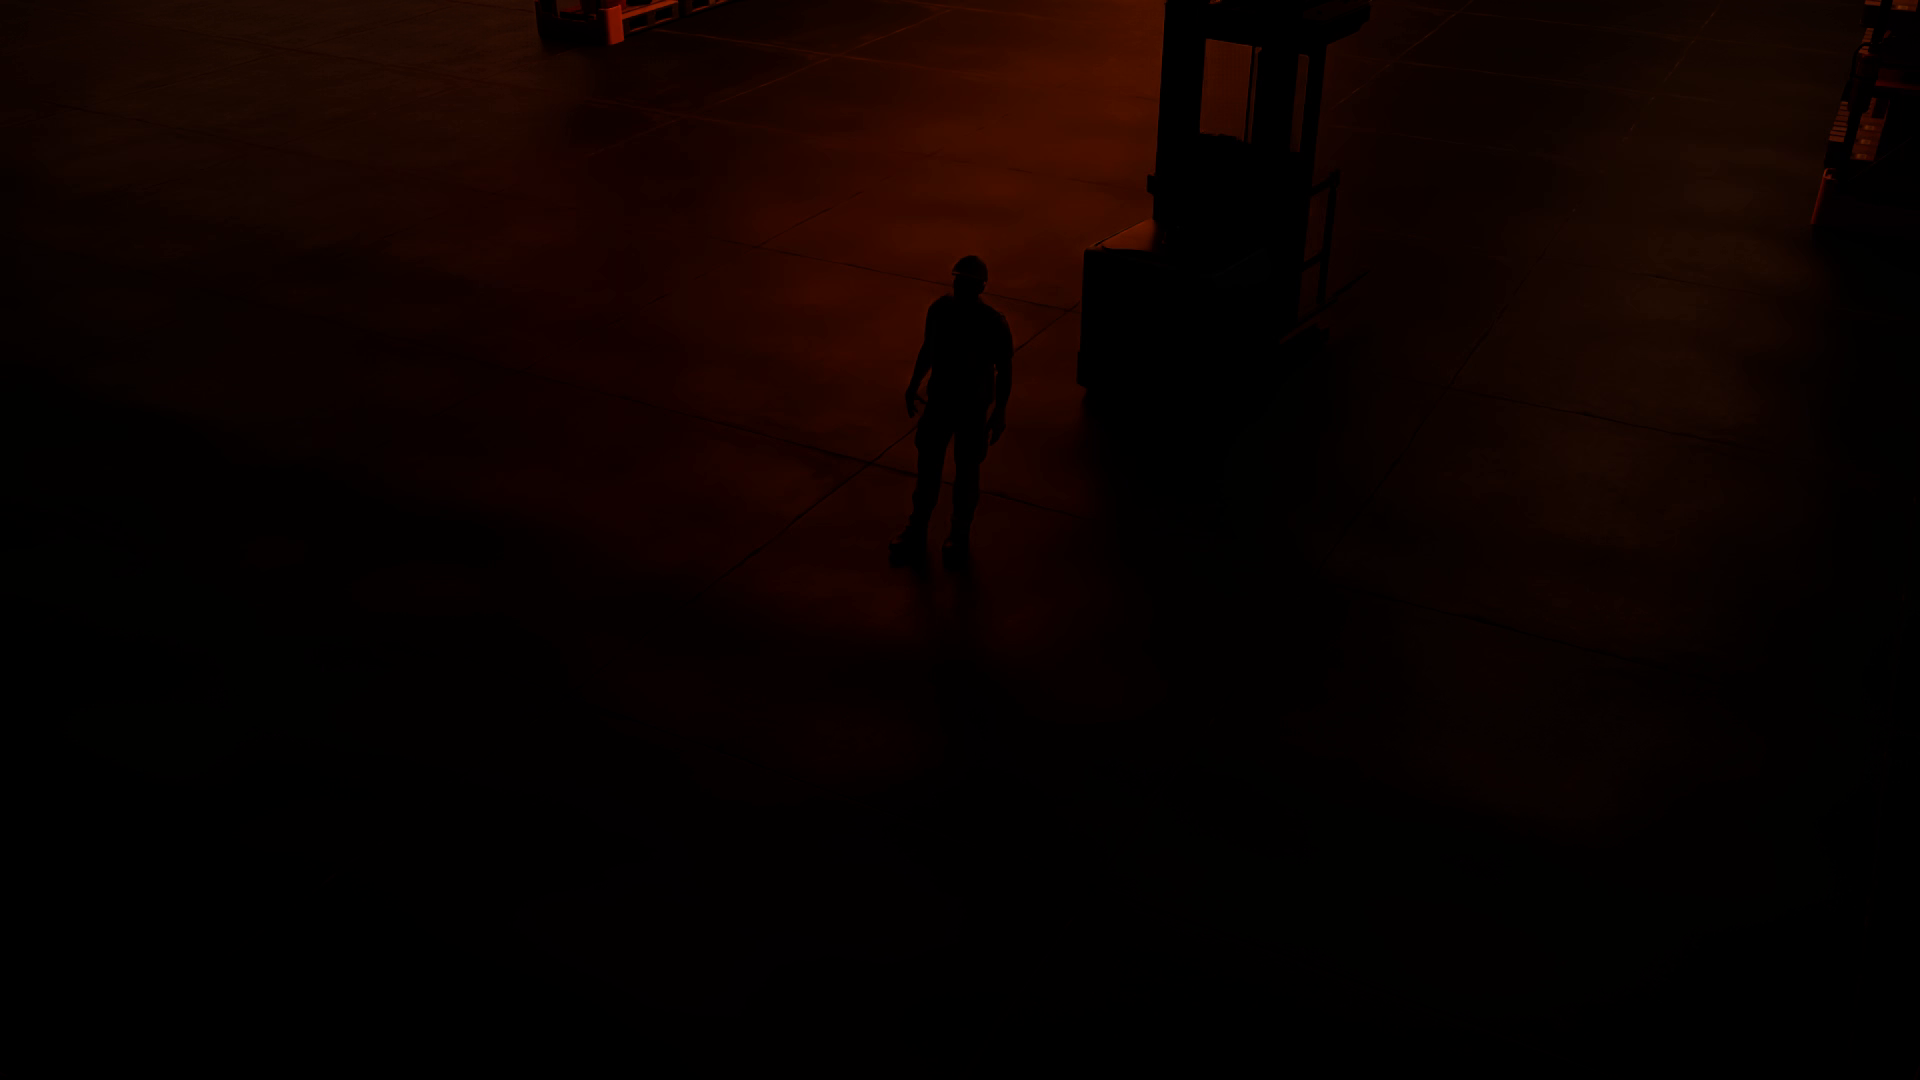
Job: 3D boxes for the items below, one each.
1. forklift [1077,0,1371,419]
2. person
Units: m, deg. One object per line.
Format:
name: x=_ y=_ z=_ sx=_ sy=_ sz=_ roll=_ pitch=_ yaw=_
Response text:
forklift: x=2.120 y=-2.766 z=11.864 sx=1.130 sy=2.935 sz=3.031 roll=21 pitch=36 yaw=32
person: x=-0.050 y=-0.749 z=9.497 sx=0.637 sy=1.787 sz=0.564 roll=15 pitch=33 yaw=25
